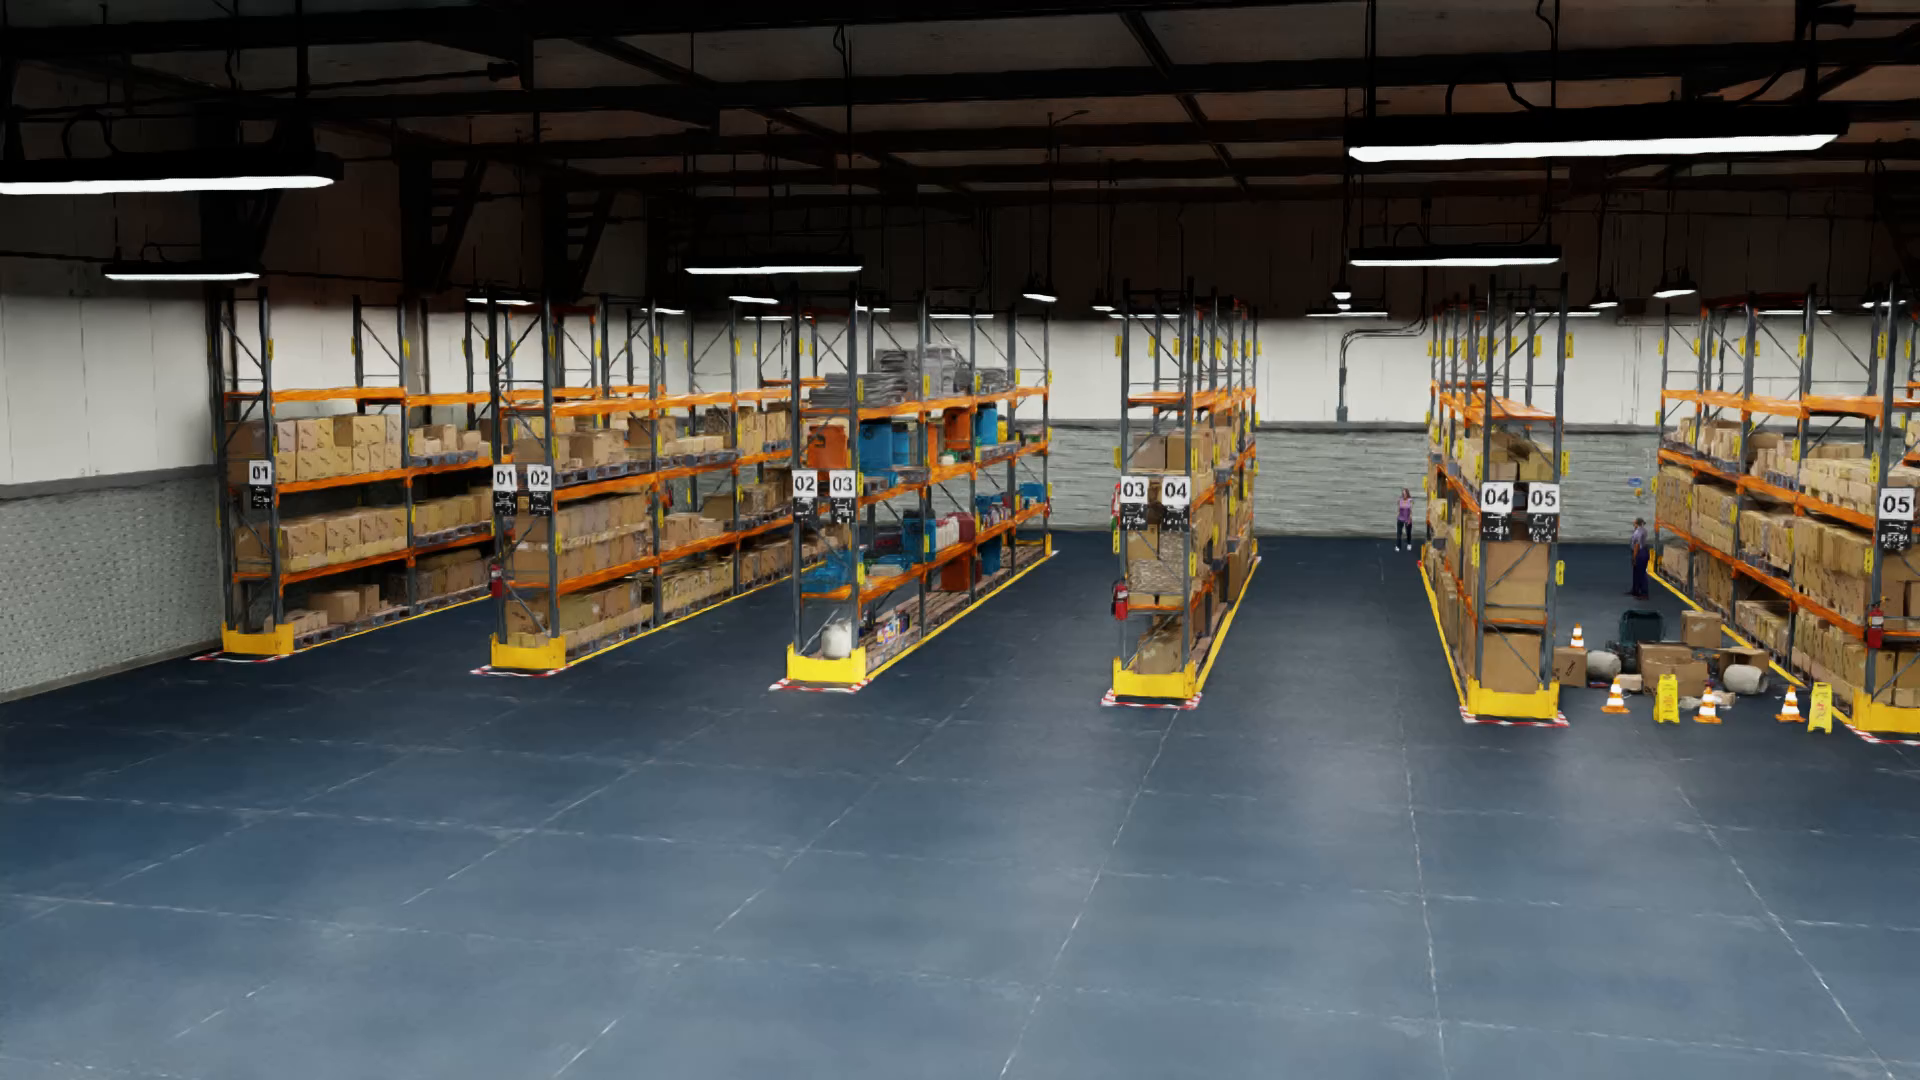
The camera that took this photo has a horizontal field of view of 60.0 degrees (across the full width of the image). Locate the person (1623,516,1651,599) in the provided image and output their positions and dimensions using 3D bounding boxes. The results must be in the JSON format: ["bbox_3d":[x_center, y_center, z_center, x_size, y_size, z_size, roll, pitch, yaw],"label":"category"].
[{"bbox_3d":[13.635,0.386,33.459,0.540,1.544,0.592,4,8,33],"label":"person"}]

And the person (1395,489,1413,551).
[{"bbox_3d":[11.040,-0.506,41.228,0.407,1.533,0.962,3,7,22],"label":"person"}]

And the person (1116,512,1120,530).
[{"bbox_3d":[3.732,-0.019,36.889,0.542,1.552,1.126,2,7,15],"label":"person"}]

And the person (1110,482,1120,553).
[{"bbox_3d":[3.950,-0.558,40.917,0.567,1.736,1.044,1,7,12],"label":"person"}]
